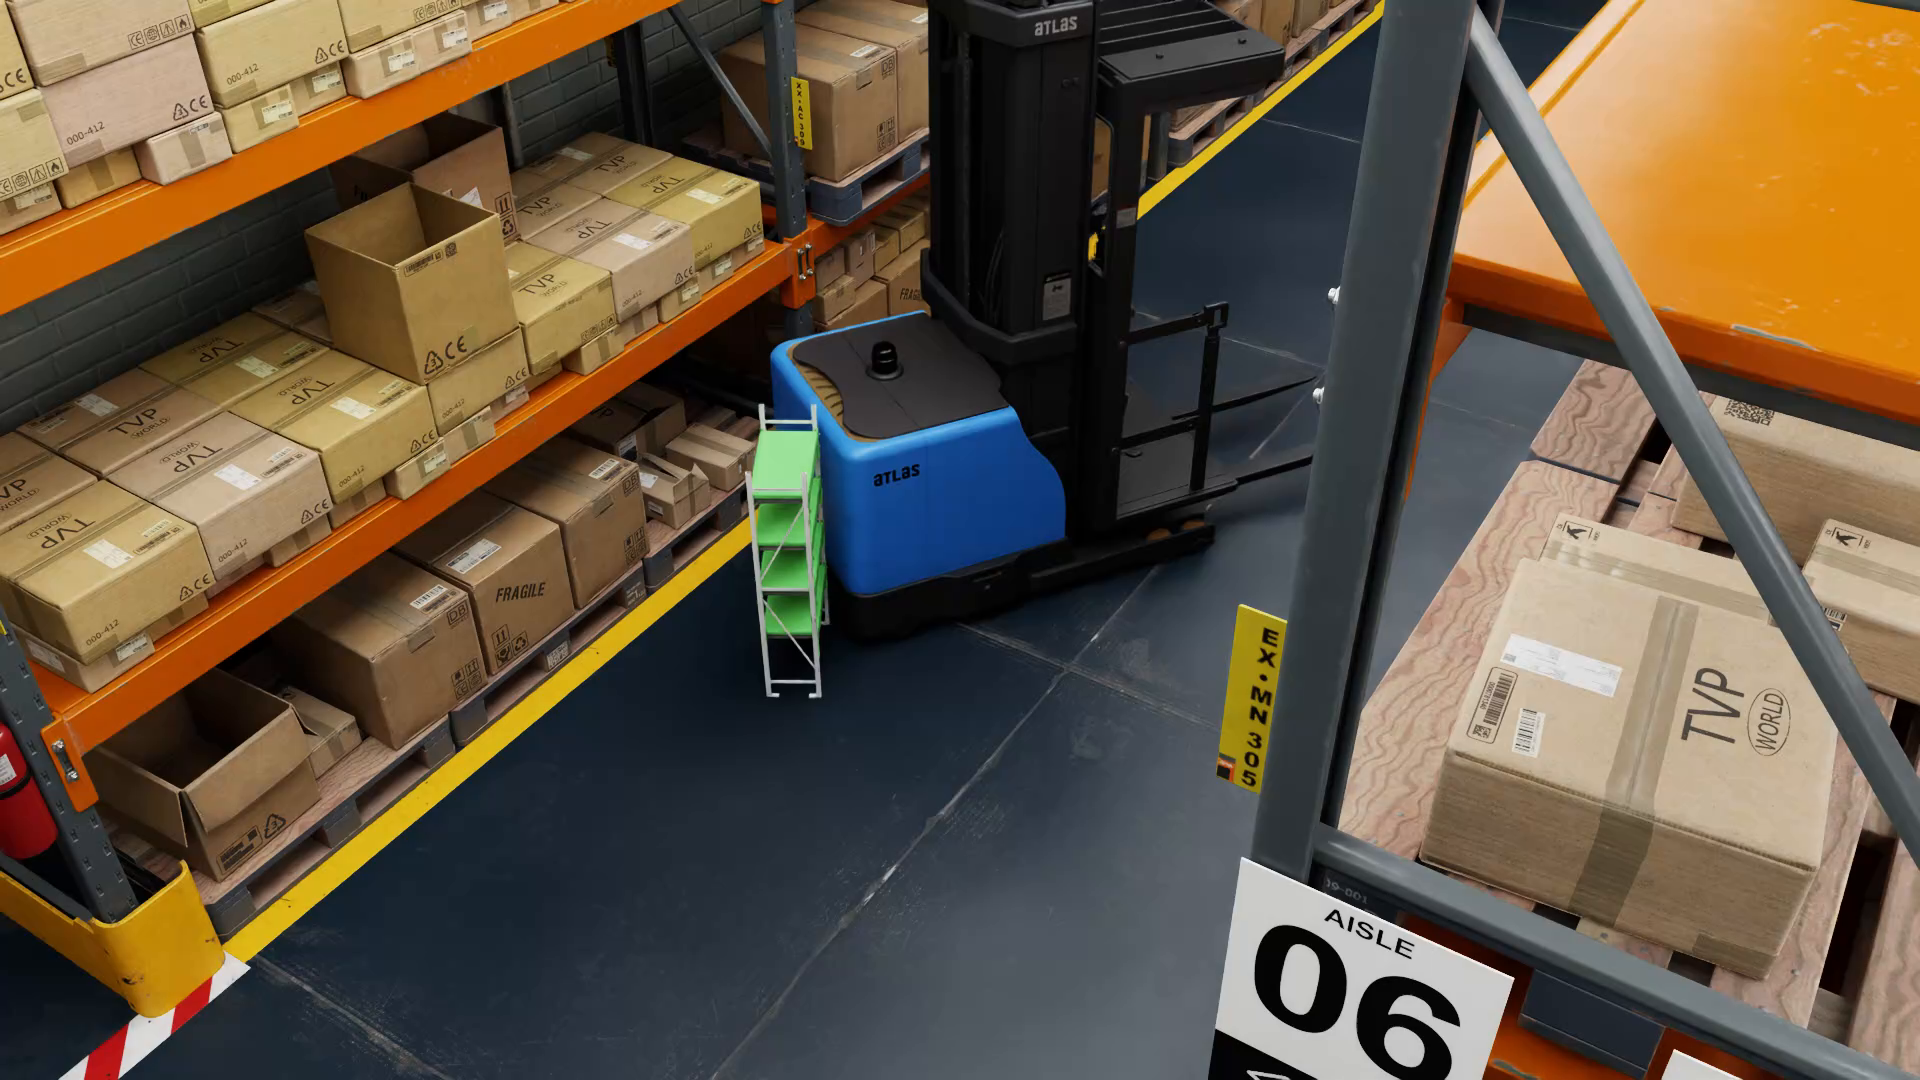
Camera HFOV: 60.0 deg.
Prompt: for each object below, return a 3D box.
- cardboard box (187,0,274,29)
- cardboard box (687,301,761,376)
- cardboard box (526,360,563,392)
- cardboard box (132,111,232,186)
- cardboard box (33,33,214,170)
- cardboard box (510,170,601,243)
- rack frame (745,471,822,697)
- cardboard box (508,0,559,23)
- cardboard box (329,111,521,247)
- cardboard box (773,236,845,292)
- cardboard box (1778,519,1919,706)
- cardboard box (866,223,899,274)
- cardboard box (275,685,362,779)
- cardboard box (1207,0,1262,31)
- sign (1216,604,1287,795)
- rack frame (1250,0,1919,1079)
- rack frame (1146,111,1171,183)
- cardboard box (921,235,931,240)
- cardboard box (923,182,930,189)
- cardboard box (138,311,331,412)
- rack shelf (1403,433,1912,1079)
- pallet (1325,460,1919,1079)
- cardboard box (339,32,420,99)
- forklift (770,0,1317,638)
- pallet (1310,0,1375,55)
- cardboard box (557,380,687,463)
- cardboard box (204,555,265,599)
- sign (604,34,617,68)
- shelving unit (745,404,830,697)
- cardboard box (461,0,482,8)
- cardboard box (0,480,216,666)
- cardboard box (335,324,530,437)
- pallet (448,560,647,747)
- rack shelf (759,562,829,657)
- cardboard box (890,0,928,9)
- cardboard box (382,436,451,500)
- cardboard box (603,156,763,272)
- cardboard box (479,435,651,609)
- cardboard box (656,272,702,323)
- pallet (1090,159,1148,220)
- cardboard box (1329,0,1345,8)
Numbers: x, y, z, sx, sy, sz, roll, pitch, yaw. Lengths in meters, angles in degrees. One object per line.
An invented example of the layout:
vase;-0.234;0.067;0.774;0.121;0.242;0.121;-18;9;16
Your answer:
cardboard box;-2.329;-1.809;5.092;0.500;0.250;0.500;21;42;24
cardboard box;-1.169;-1.287;9.105;0.500;0.500;0.500;21;42;25
cardboard box;-1.889;-0.767;6.933;0.380;0.149;0.250;22;43;26
cardboard box;-2.467;-1.240;5.090;0.380;0.149;0.250;22;43;26
cardboard box;-2.602;-1.353;4.910;0.500;0.250;0.500;22;43;26
cardboard box;-1.938;-1.391;7.416;0.500;0.250;0.500;21;42;25
rack frame;-0.728;0.208;6.936;0.240;1.200;0.015;0;38;1
cardboard box;-1.714;-2.053;6.144;0.380;0.149;0.250;23;43;27
cardboard box;-2.205;-1.435;6.859;0.500;0.500;0.500;20;42;24
cardboard box;-0.816;-1.429;8.515;0.380;0.149;0.250;20;42;24
cardboard box;1.645;0.143;2.870;0.380;0.149;0.250;23;43;27
cardboard box;-0.554;-1.596;8.975;0.380;0.149;0.250;19;42;23
cardboard box;-2.657;0.774;6.720;0.380;0.149;0.250;19;42;23
cardboard box;1.650;-3.705;12.140;0.875;0.625;0.625;23;43;27
sign;0.417;0.231;2.315;0.100;0.325;0.005;21;42;25
rack frame;0.868;-0.453;1.406;1.000;3.000;0.127;21;42;25
rack frame;0.961;-3.823;10.691;1.000;3.000;0.127;21;42;25
cardboard box;-0.185;-1.646;9.571;0.500;0.500;0.500;20;42;24
cardboard box;-0.119;-1.985;9.480;0.380;0.149;0.250;23;43;27
cardboard box;-2.756;-0.600;6.390;0.500;0.250;0.500;23;43;26
rack shelf;1.940;-0.011;3.879;1.077;0.370;4.000;21;42;25
pallet;1.257;0.385;2.849;1.003;0.211;1.213;21;42;25
cardboard box;-2.055;-1.634;5.601;0.380;0.149;0.250;21;42;25
forklift;0.677;-1.325;7.507;3.031;2.935;1.130;-16;40;-20
pallet;2.742;-4.388;13.708;1.003;0.211;1.213;21;42;25
cardboard box;-1.736;-0.599;8.367;0.500;0.311;0.500;23;43;27
cardboard box;-2.709;0.028;5.902;0.380;0.149;0.250;21;42;25
sign;-1.653;-2.399;7.896;0.100;0.325;0.005;21;42;25
shelving unit;-0.725;0.059;7.130;0.258;1.200;0.503;0;38;1
cardboard box;-1.783;-2.144;5.937;0.500;0.250;0.500;22;43;26
cardboard box;-2.854;0.097;5.485;0.500;0.250;0.500;21;42;25
cardboard box;-2.060;-0.695;6.514;0.500;0.250;0.500;20;42;24
pallet;-2.204;0.329;7.590;1.003;0.211;1.213;21;42;25
rack shelf;-0.725;0.300;7.315;0.258;0.148;0.480;0;38;1
cardboard box;-0.036;-2.814;8.957;0.700;0.500;0.500;21;42;25
cardboard box;-2.185;-0.326;6.362;0.380;0.149;0.250;20;42;24
cardboard box;-1.249;-1.477;7.527;0.500;0.250;0.500;22;43;26
cardboard box;-1.870;-0.122;7.594;0.700;0.500;0.500;20;42;23
cardboard box;-1.380;-1.131;7.405;0.380;0.149;0.250;22;43;26
pallet;0.529;-2.346;11.059;1.003;0.211;1.213;21;42;25
cardboard box;2.834;-4.838;13.609;0.875;0.625;0.625;23;43;27
